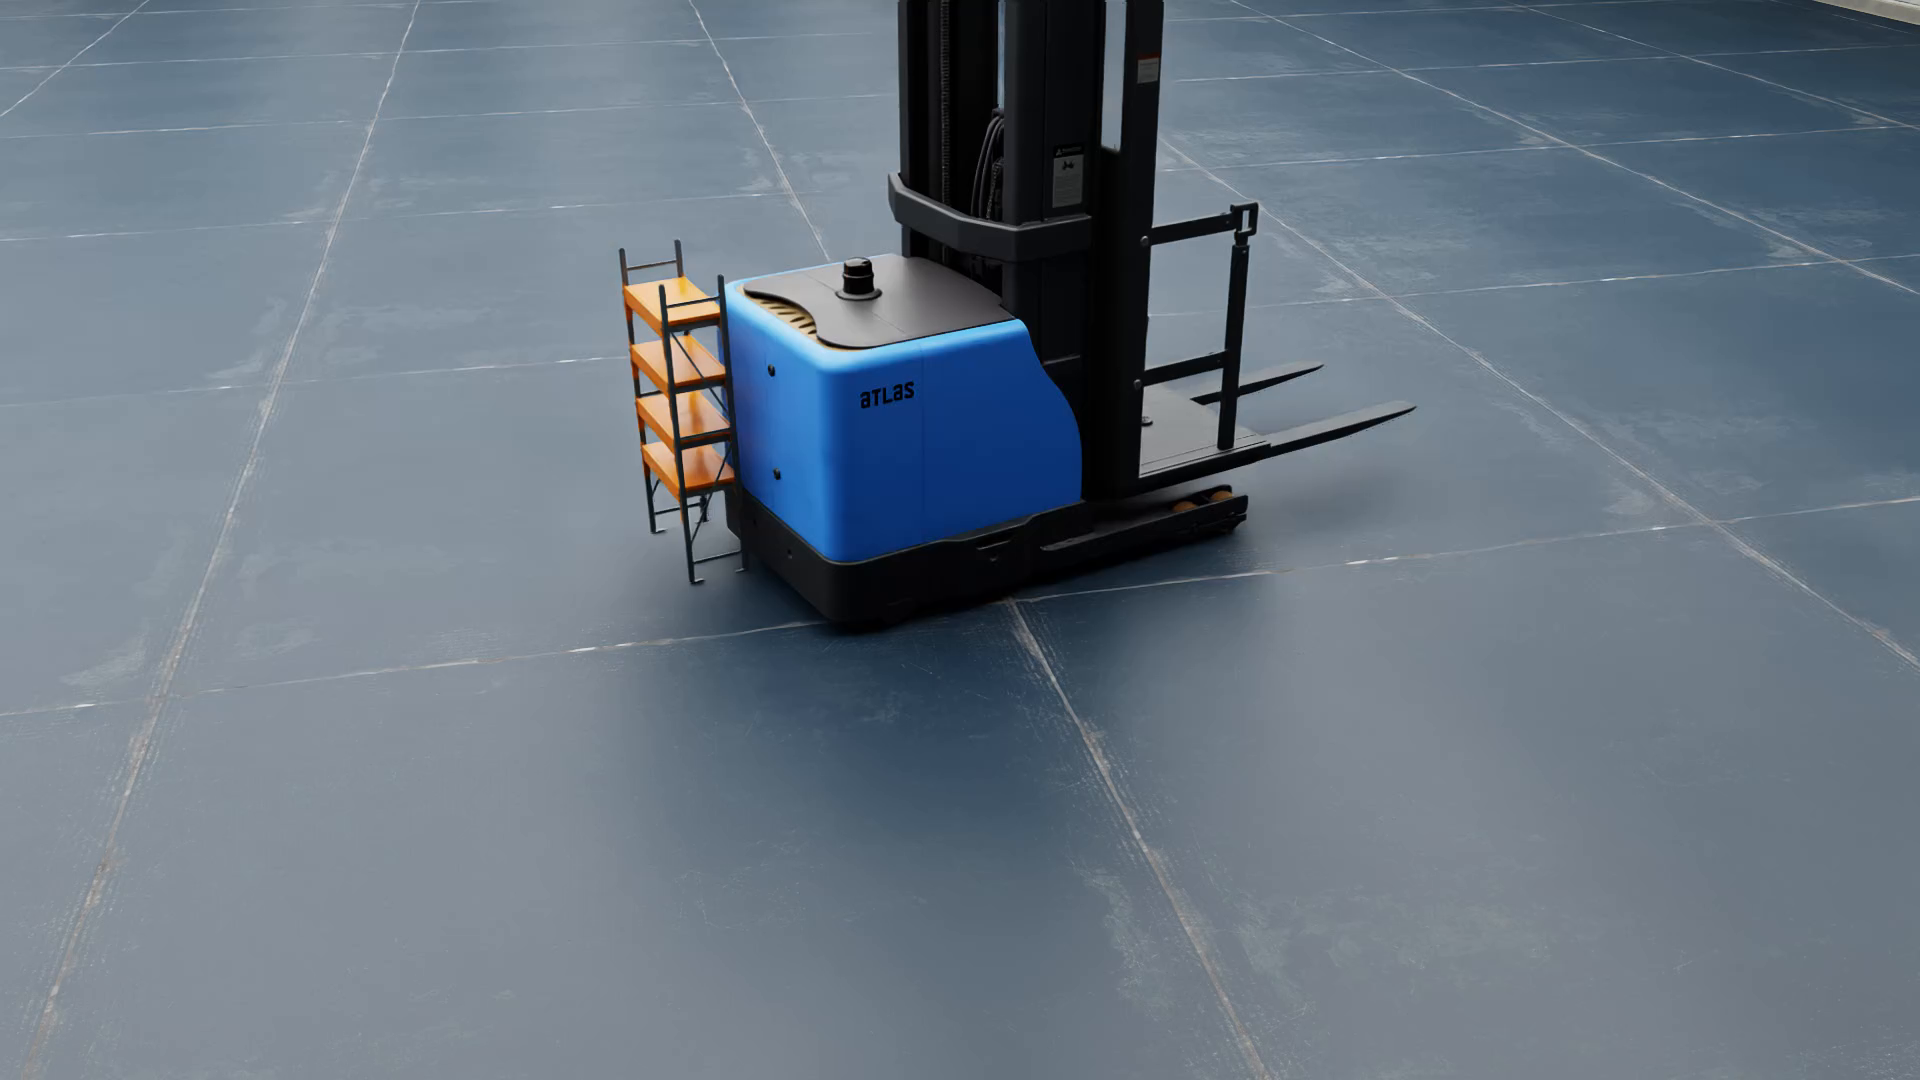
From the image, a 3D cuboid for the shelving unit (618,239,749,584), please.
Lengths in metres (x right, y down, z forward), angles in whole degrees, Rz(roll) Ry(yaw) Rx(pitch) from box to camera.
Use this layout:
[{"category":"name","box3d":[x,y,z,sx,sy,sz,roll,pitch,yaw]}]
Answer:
[{"category":"shelving unit","box3d":[-1.057,-0.489,6.382,0.258,1.200,0.503,-14,30,-23]}]

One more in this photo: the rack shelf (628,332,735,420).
[{"category":"rack shelf","box3d":[-1.059,-0.628,6.310,0.258,0.148,0.480,-14,30,-23]}]

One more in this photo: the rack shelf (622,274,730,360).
[{"category":"rack shelf","box3d":[-1.063,-0.839,6.202,0.258,0.148,0.480,-14,30,-23]}]

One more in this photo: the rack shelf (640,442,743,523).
[{"category":"rack shelf","box3d":[-1.052,-0.253,6.504,0.258,0.148,0.480,-14,30,-23]}]

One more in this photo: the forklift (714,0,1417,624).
[{"category":"forklift","box3d":[0.582,-1.483,6.435,3.031,2.935,1.130,-15,31,-28]}]

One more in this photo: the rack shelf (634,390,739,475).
[{"category":"rack shelf","box3d":[-1.056,-0.430,6.413,0.258,0.148,0.480,-14,30,-23]}]

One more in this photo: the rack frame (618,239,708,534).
[{"category":"rack frame","box3d":[-1.167,-0.587,6.577,0.240,1.200,0.015,-14,30,-23]}]

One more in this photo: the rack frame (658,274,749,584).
[{"category":"rack frame","box3d":[-0.947,-0.391,6.188,0.240,1.200,0.015,-14,30,-23]}]
